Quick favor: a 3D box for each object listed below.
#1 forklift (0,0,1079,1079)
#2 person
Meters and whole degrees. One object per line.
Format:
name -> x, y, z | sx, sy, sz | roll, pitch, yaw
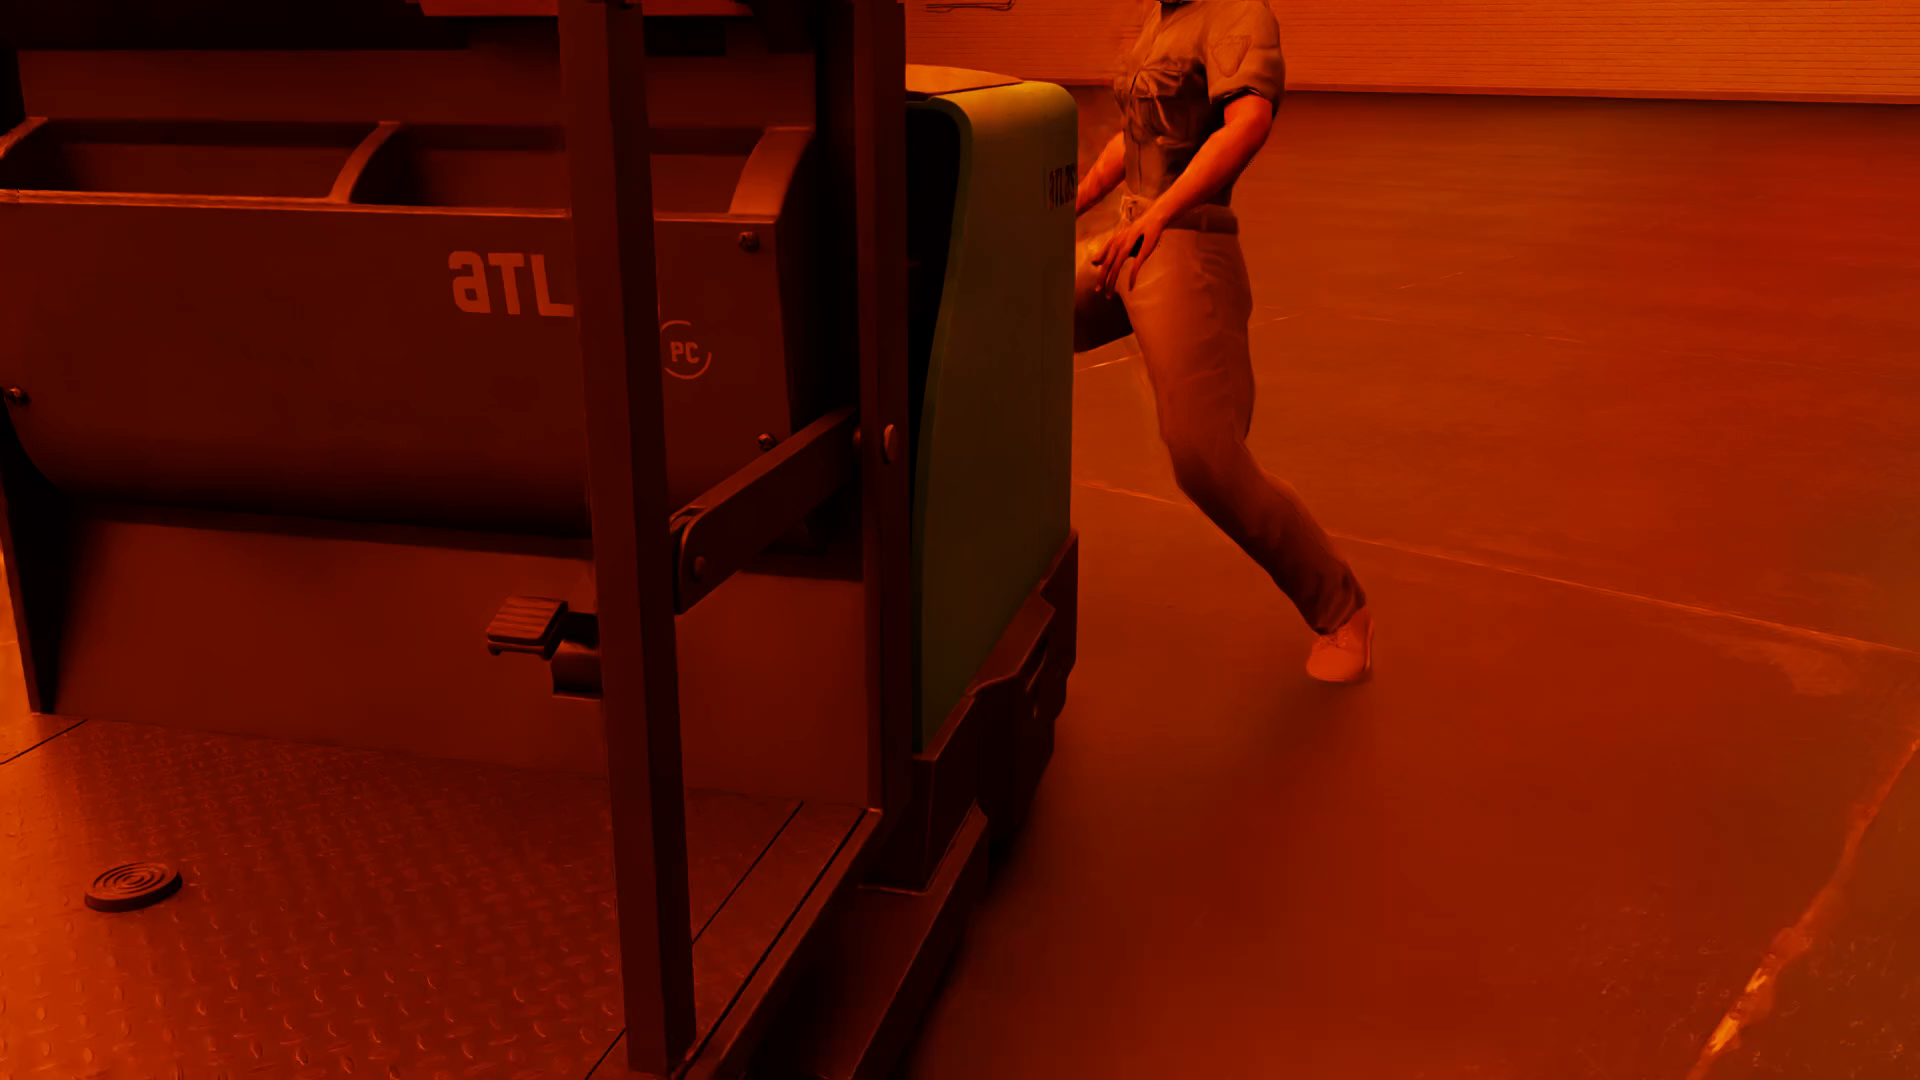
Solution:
forklift -> -0.653, -0.754, 1.379 | 1.130, 2.935, 3.031 | 4, 17, 14
person -> 0.382, -0.535, 3.203 | 0.784, 1.530, 0.906 | -4, 17, -13
